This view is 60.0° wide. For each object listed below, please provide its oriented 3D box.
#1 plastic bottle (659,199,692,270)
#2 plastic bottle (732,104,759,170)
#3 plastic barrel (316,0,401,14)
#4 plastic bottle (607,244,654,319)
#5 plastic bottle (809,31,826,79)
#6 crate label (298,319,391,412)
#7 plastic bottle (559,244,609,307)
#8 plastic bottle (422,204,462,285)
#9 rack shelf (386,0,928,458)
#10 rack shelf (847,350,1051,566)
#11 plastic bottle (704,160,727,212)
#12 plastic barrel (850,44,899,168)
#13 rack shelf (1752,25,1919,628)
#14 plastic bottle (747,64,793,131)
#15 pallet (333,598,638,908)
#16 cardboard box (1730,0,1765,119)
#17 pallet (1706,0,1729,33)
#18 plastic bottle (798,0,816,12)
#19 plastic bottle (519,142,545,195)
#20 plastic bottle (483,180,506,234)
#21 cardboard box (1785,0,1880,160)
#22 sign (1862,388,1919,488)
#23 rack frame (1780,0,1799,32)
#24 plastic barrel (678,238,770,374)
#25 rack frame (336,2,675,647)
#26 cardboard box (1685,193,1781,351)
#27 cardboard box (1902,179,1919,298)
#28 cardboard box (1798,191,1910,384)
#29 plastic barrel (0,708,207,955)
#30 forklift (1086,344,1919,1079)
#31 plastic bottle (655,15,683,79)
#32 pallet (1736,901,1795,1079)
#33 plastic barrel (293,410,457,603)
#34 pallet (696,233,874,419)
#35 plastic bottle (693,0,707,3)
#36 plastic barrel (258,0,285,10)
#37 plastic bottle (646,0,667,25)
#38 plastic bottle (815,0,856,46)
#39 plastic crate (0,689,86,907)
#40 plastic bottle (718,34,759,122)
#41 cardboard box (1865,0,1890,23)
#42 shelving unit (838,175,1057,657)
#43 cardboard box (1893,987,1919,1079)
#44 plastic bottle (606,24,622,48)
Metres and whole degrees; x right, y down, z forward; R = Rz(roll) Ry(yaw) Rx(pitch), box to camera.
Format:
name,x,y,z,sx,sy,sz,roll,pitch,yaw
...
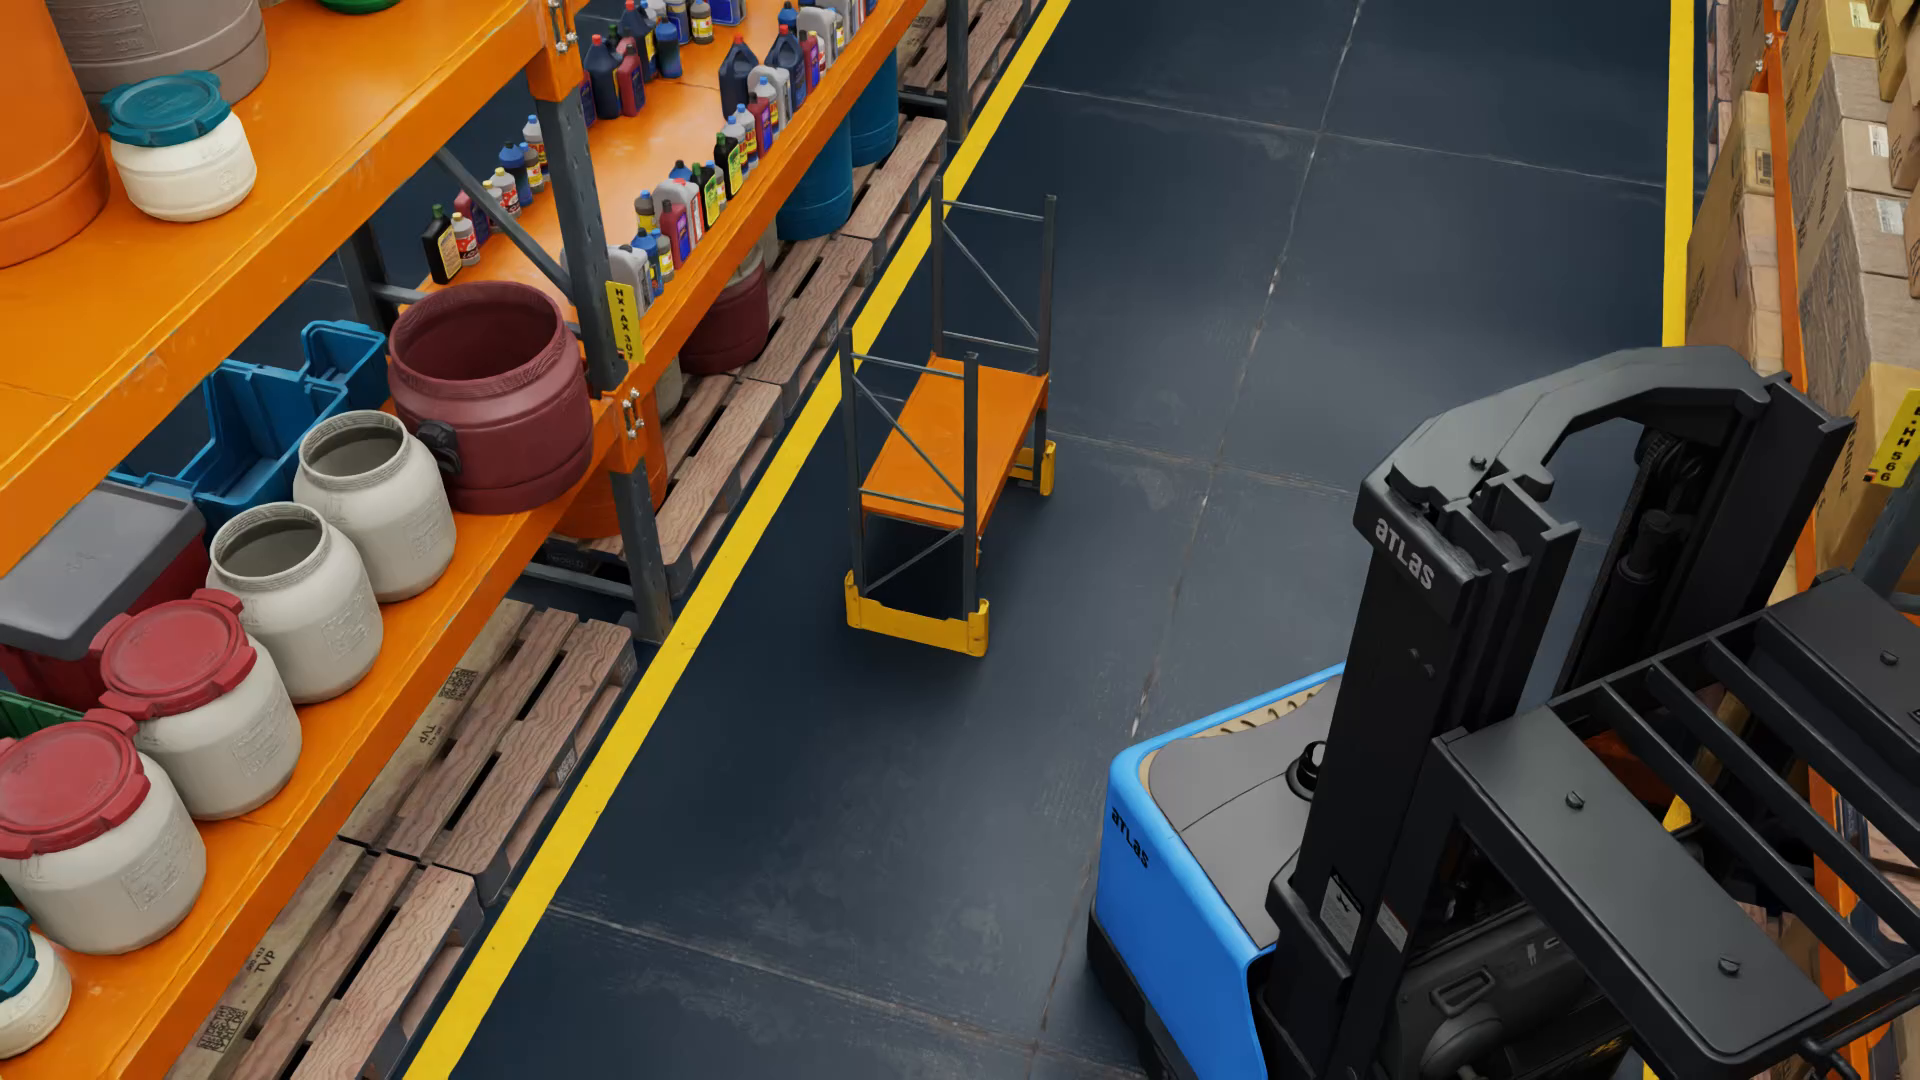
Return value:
name,x,y,z,sx,sy,sz,roll,pitch,yaw
plastic bottle,-1.078,-1.177,6.290,0.061,0.283,0.133,13,46,13
plastic bottle,-0.880,-1.651,6.783,0.097,0.271,0.097,0,44,0
plastic barrel,-1.686,-1.630,4.637,0.294,0.245,0.294,0,44,0
plastic bottle,-1.221,-0.965,6.079,0.152,0.276,0.135,13,46,13
plastic bottle,-0.644,-2.146,7.339,0.097,0.201,0.097,0,44,0
crate label,-2.145,-0.528,5.663,0.303,0.233,0.416,13,46,13
plastic bottle,-1.366,-0.997,6.112,0.152,0.276,0.135,13,46,13
plastic bottle,-1.944,-1.107,6.219,0.061,0.283,0.133,13,46,13
rack shelf,-1.055,-1.865,7.425,1.077,0.370,4.000,13,46,13
rack shelf,-0.026,-0.351,6.692,0.538,0.185,1.000,13,46,13
plastic bottle,-0.979,-1.407,6.584,0.097,0.201,0.097,0,44,0
plastic barrel,-0.630,-2.496,8.755,0.600,0.901,0.708,13,46,13
rack shelf,3.666,-0.816,6.353,1.077,0.370,4.000,13,46,13
plastic bottle,-0.801,-1.889,7.023,0.152,0.276,0.135,13,46,13
pallet,-1.932,0.716,6.267,1.003,0.211,1.213,13,46,13
cardboard box,4.820,-2.820,9.105,0.875,0.875,0.875,13,46,13
pallet,5.315,-3.526,10.602,1.003,0.211,1.213,13,46,13
plastic bottle,-0.689,-2.423,7.572,0.097,0.271,0.097,0,44,0
plastic bottle,-1.734,-1.500,6.679,0.097,0.201,0.097,0,44,0
plastic bottle,-1.822,-1.305,6.480,0.097,0.201,0.097,0,44,0
cardboard box,3.743,-1.853,6.826,0.500,0.500,0.500,13,46,13
sign,2.530,-0.269,4.452,0.100,0.325,0.005,13,46,13
rack frame,4.271,-2.406,7.463,1.000,3.000,0.127,13,46,13
plastic barrel,-1.186,-1.160,7.613,0.600,0.588,0.708,13,46,13
rack frame,-1.660,-0.789,5.811,1.000,3.000,0.127,13,46,13
cardboard box,3.827,-0.770,7.010,1.225,0.875,0.875,11,45,11
cardboard box,3.497,-1.052,5.291,0.797,0.503,0.637,14,46,13
cardboard box,3.284,-0.835,5.786,0.500,0.500,0.500,11,45,11
plastic barrel,-2.151,0.748,4.142,0.433,0.535,0.433,0,44,0
forklift,1.526,1.143,3.885,1.130,2.935,3.031,-19,47,-18
plastic bottle,-1.286,-2.178,7.322,0.097,0.271,0.097,0,44,0
pallet,2.822,1.777,5.182,1.003,0.211,1.213,13,46,13
plastic barrel,-1.768,-0.098,5.025,0.421,0.512,0.421,0,44,0
pallet,-1.090,-1.137,8.160,1.003,0.211,1.213,13,46,13
plastic bottle,-1.233,-2.566,7.715,0.152,0.276,0.135,13,46,13
plastic barrel,-2.046,-1.759,4.577,0.421,0.512,0.421,0,44,0
plastic bottle,-1.364,-2.338,7.486,0.097,0.271,0.097,0,44,0
plastic bottle,-0.564,-2.410,7.556,0.152,0.276,0.135,13,46,13
plastic crate,-2.613,0.732,4.407,0.450,0.188,0.662,13,46,13
plastic bottle,-0.935,-1.964,7.047,0.144,0.351,0.185,13,46,13
cardboard box,4.086,-2.373,6.641,0.797,0.503,0.637,11,46,11
shelving unit,-0.023,-0.485,6.573,0.587,1.500,1.083,13,46,13
cardboard box,2.333,1.232,3.552,0.500,0.250,0.500,11,46,11
plastic bottle,-1.502,-2.081,7.215,0.061,0.283,0.133,13,46,13
